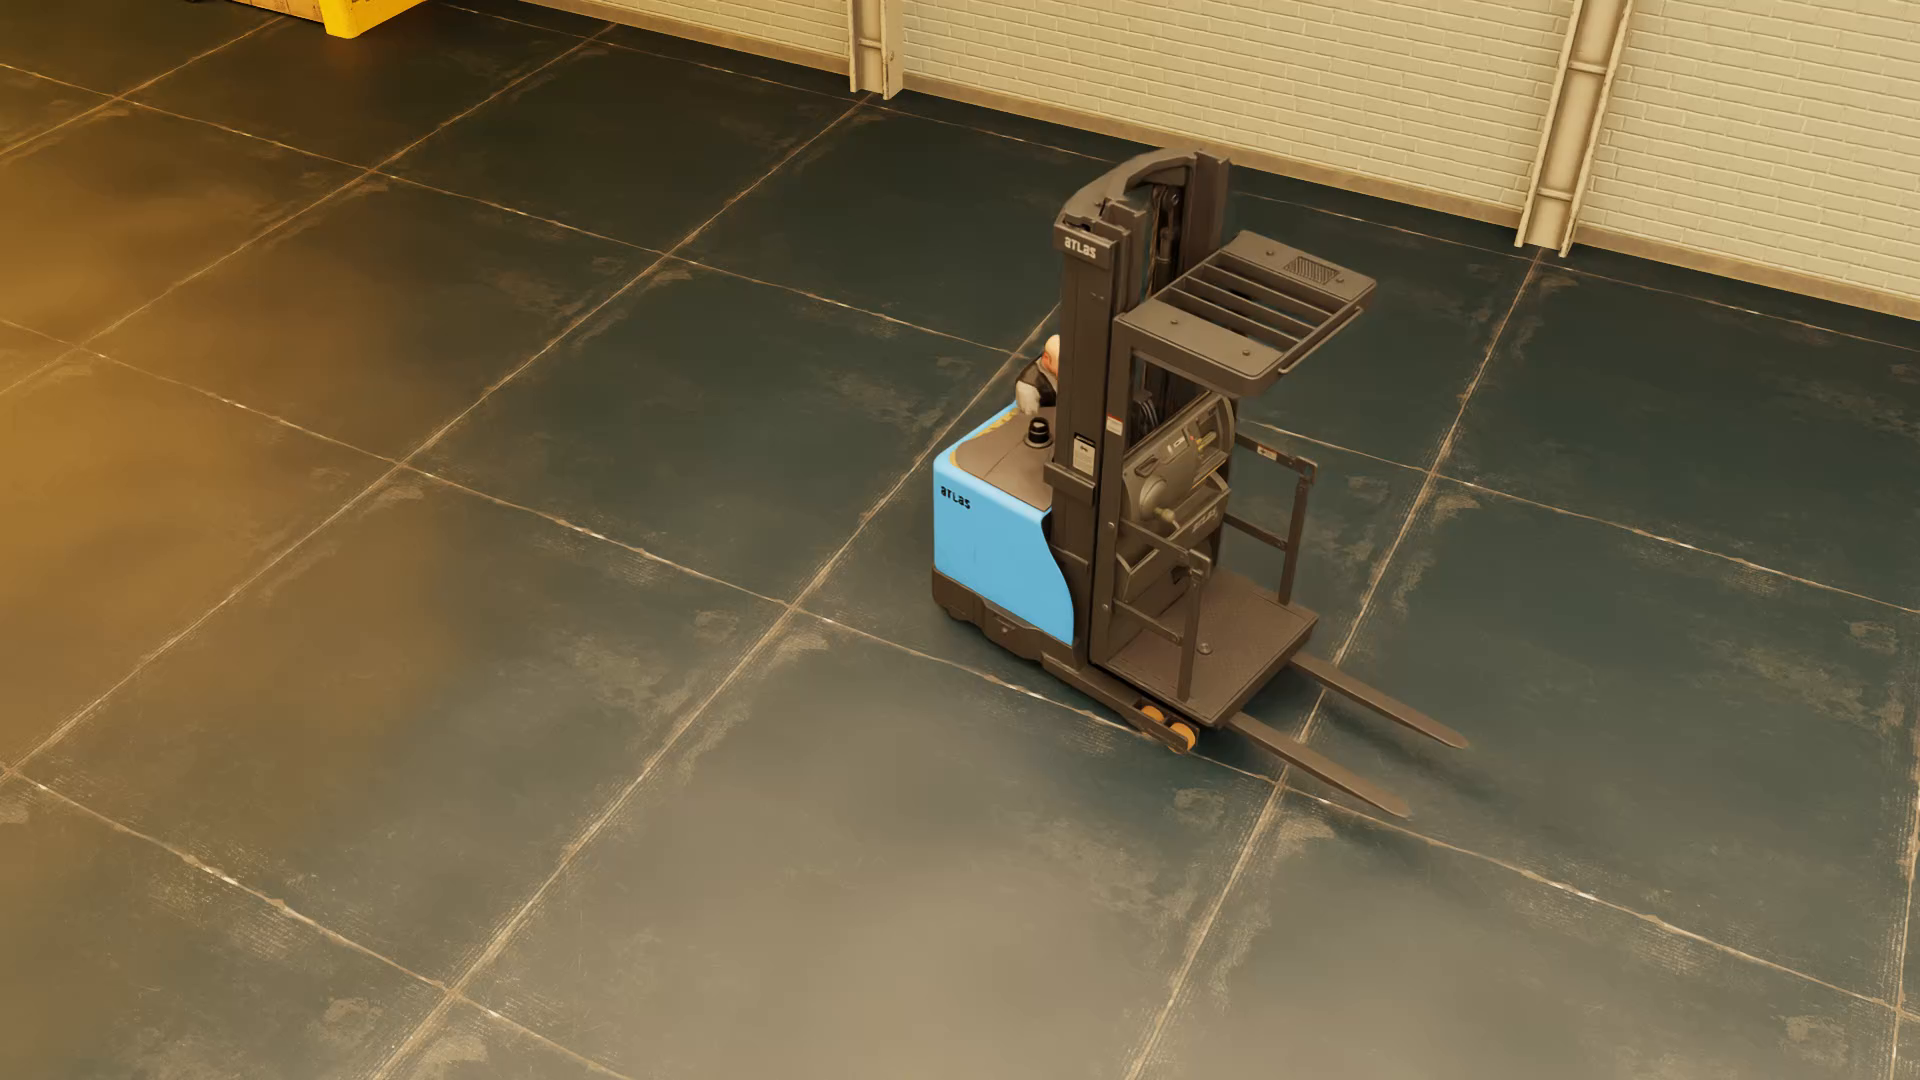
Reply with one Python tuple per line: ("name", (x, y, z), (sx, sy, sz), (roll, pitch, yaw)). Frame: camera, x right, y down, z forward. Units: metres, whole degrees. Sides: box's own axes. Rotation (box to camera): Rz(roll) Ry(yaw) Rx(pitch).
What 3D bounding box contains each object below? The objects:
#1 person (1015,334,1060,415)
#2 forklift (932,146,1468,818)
("person", (0.647, -0.523, 9.708), (0.930, 1.552, 0.717), (-22, 45, -24))
("forklift", (1.284, -0.364, 8.419), (3.031, 2.935, 1.130), (29, 48, 30))
